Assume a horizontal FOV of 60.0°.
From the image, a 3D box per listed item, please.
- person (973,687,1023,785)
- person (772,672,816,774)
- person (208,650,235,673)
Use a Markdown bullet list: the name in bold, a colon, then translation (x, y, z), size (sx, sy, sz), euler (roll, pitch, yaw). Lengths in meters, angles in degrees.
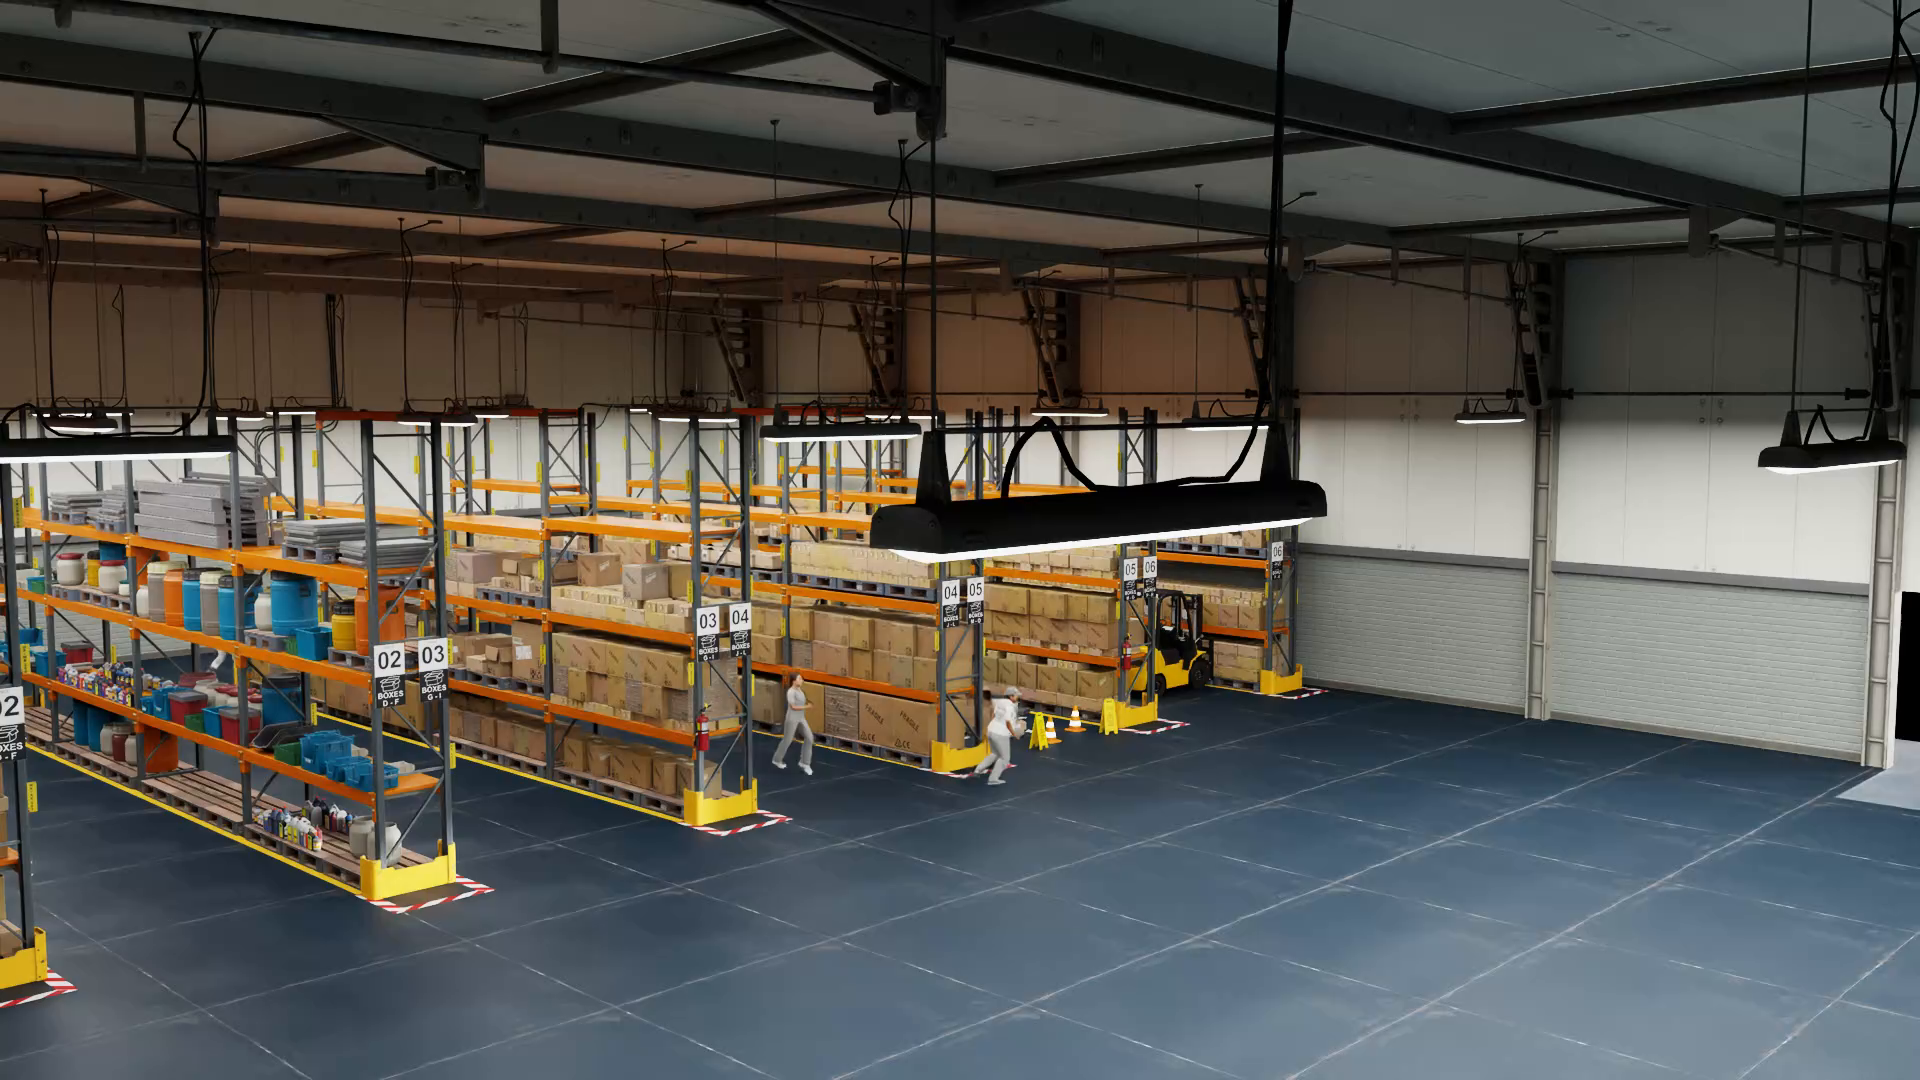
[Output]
- **person**: translation (0.624, 3.161, 26.883), size (0.773, 1.584, 0.593), euler (-2, 5, -19)
- **person**: translation (-2.766, 3.043, 27.703), size (0.838, 1.722, 0.505), euler (3, 6, 28)
- **person**: translation (-15.921, 2.180, 36.279), size (0.998, 1.774, 0.696), euler (-1, 5, -16)
